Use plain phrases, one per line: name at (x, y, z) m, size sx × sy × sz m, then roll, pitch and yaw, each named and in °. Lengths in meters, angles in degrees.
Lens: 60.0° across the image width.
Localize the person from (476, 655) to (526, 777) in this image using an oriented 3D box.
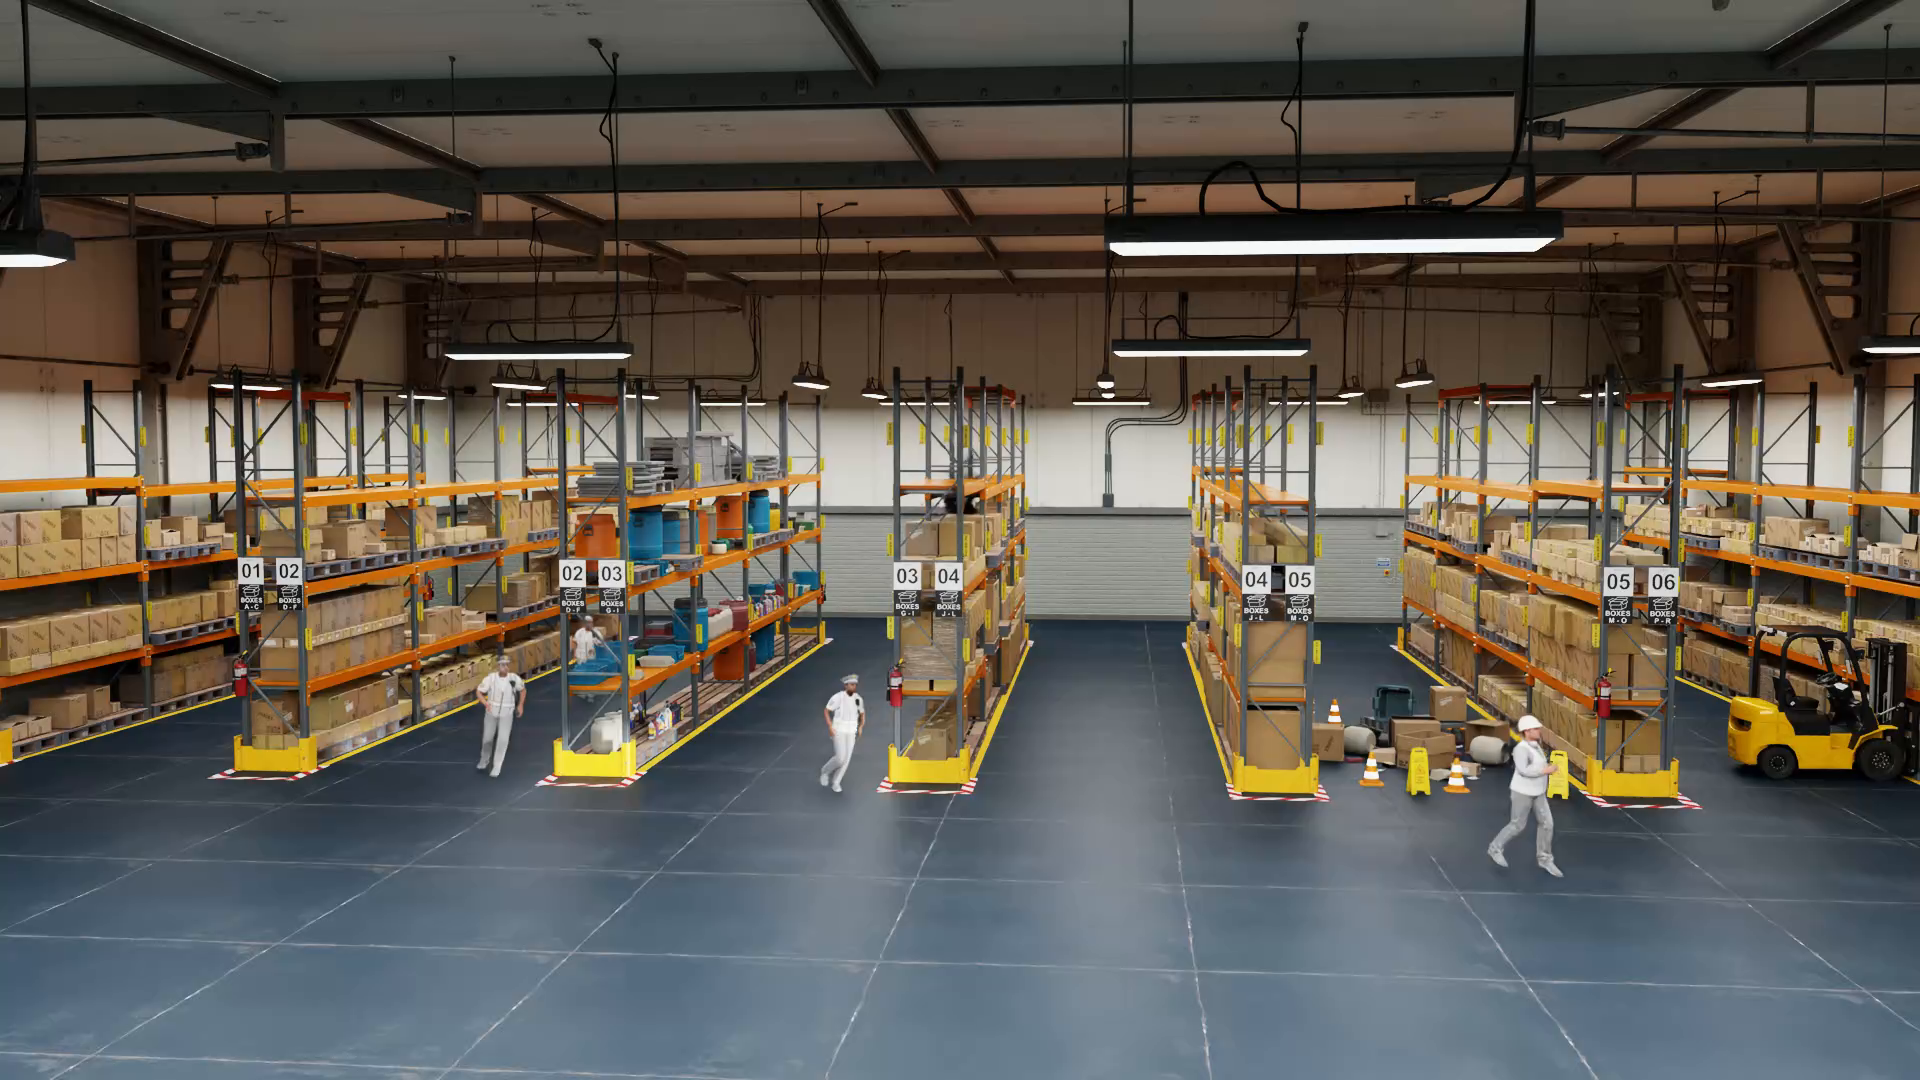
person at (-6.837, 2.610, 24.747) m, size 0.733 × 1.809 × 0.698 m, roll -1°, pitch 4°, yaw -13°

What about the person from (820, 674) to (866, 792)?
person at (-1.625, 2.720, 23.574) m, size 0.633 × 1.639 × 0.524 m, roll -2°, pitch 4°, yaw -31°

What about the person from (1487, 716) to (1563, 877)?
person at (6.488, 2.918, 19.081) m, size 0.828 × 1.825 × 0.671 m, roll 3°, pitch 5°, yaw 42°

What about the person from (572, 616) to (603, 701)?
person at (-7.010, 2.240, 31.280) m, size 0.593 × 1.626 × 0.574 m, roll 0°, pitch 4°, yaw -8°
